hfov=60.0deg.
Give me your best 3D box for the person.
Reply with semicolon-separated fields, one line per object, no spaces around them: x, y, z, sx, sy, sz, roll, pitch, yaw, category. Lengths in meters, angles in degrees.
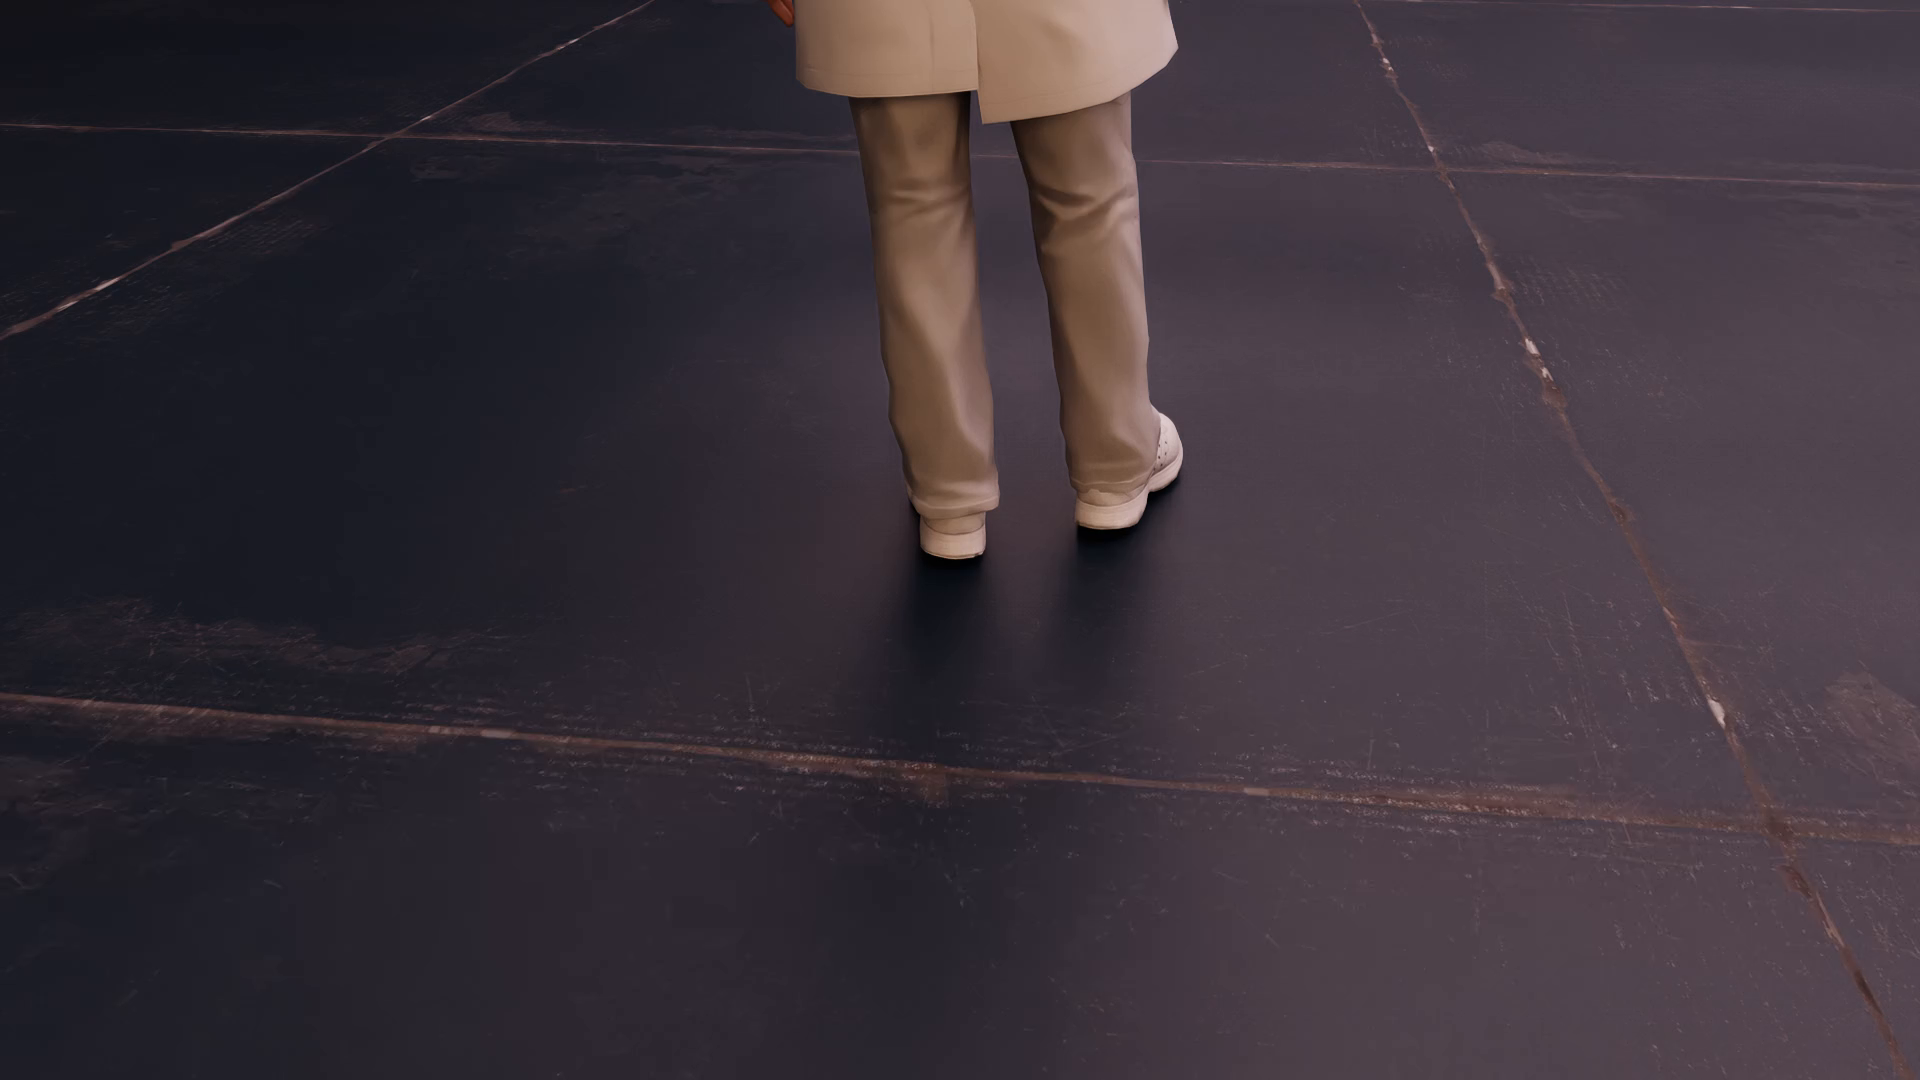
0.016;-0.843;2.181;0.698;1.778;0.578;3;27;7;person
